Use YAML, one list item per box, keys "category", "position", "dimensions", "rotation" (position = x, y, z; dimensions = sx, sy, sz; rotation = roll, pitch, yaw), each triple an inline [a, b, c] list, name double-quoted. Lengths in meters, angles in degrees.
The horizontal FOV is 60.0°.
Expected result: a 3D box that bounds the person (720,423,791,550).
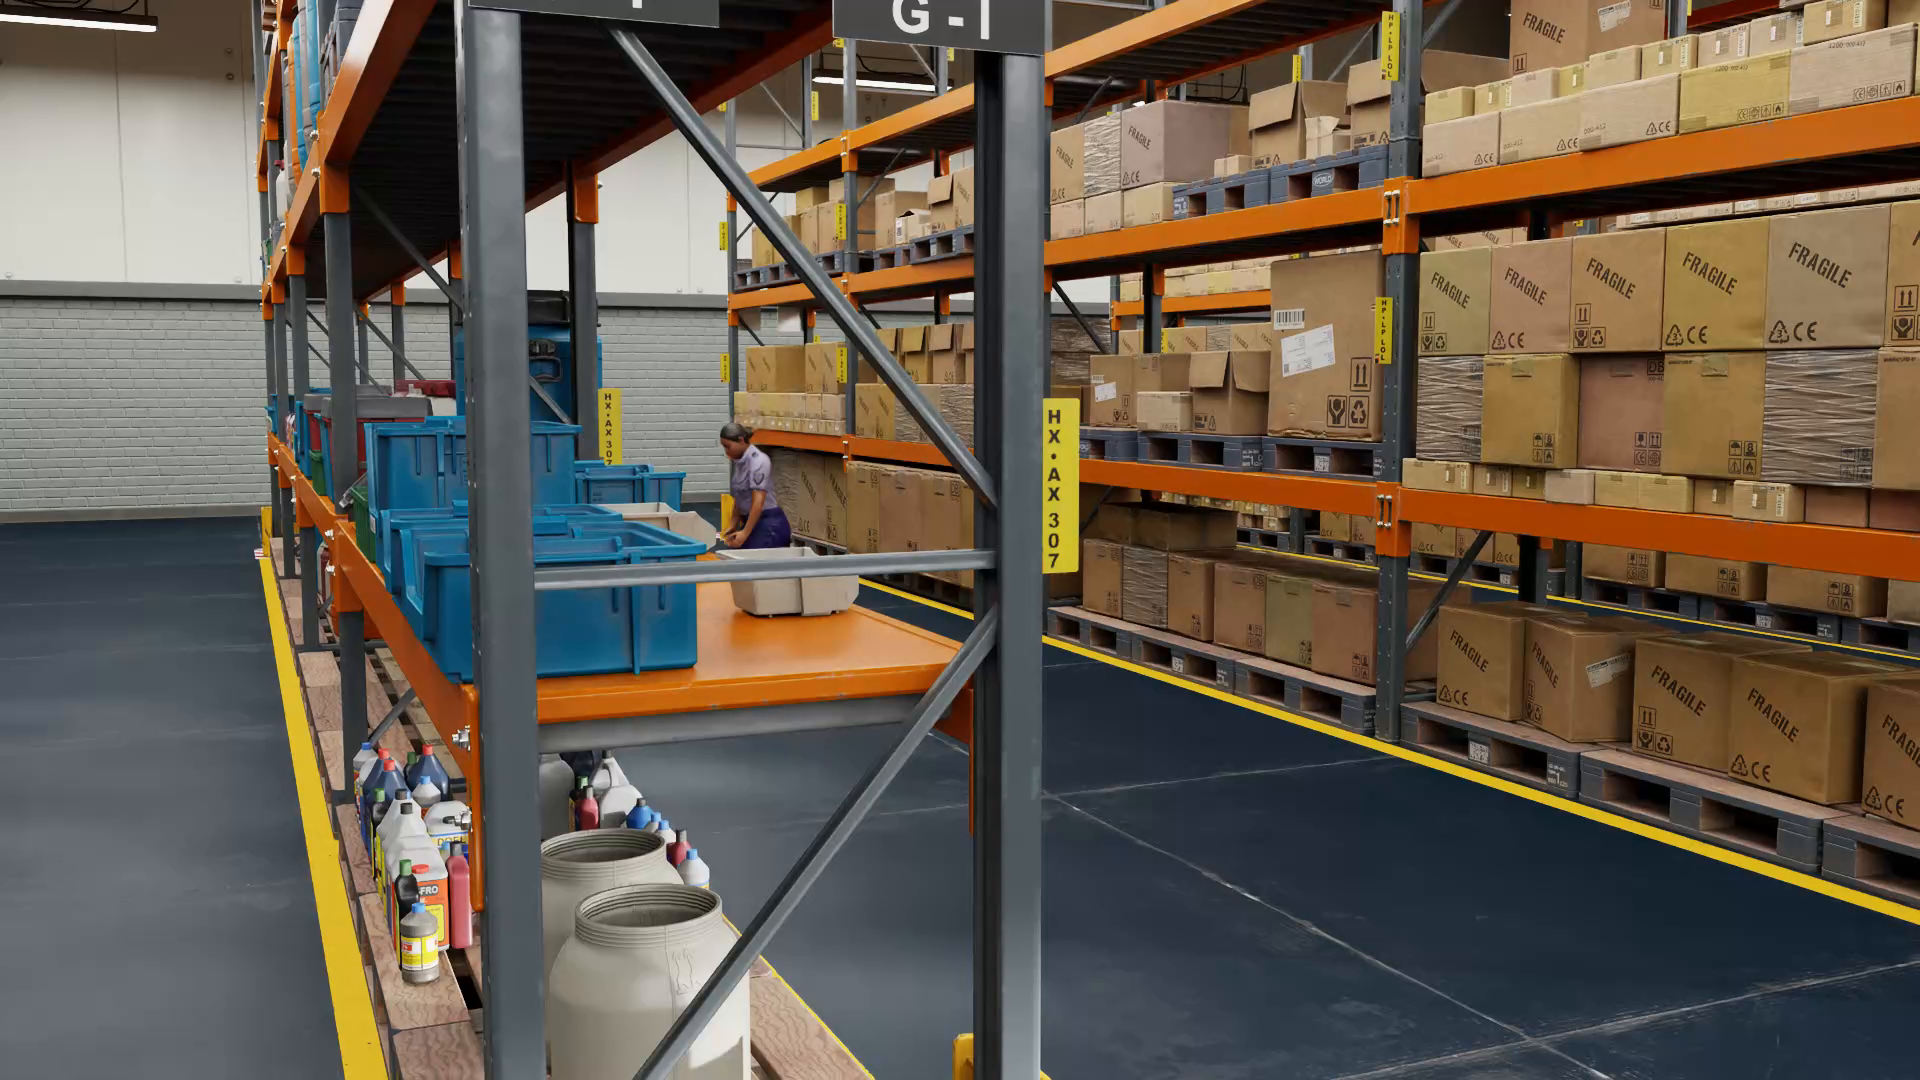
- category: "person"
  position: [-1.443, -0.050, 11.714]
  dimensions: [0.485, 1.546, 0.515]
  rotation: [-2, 6, -22]
